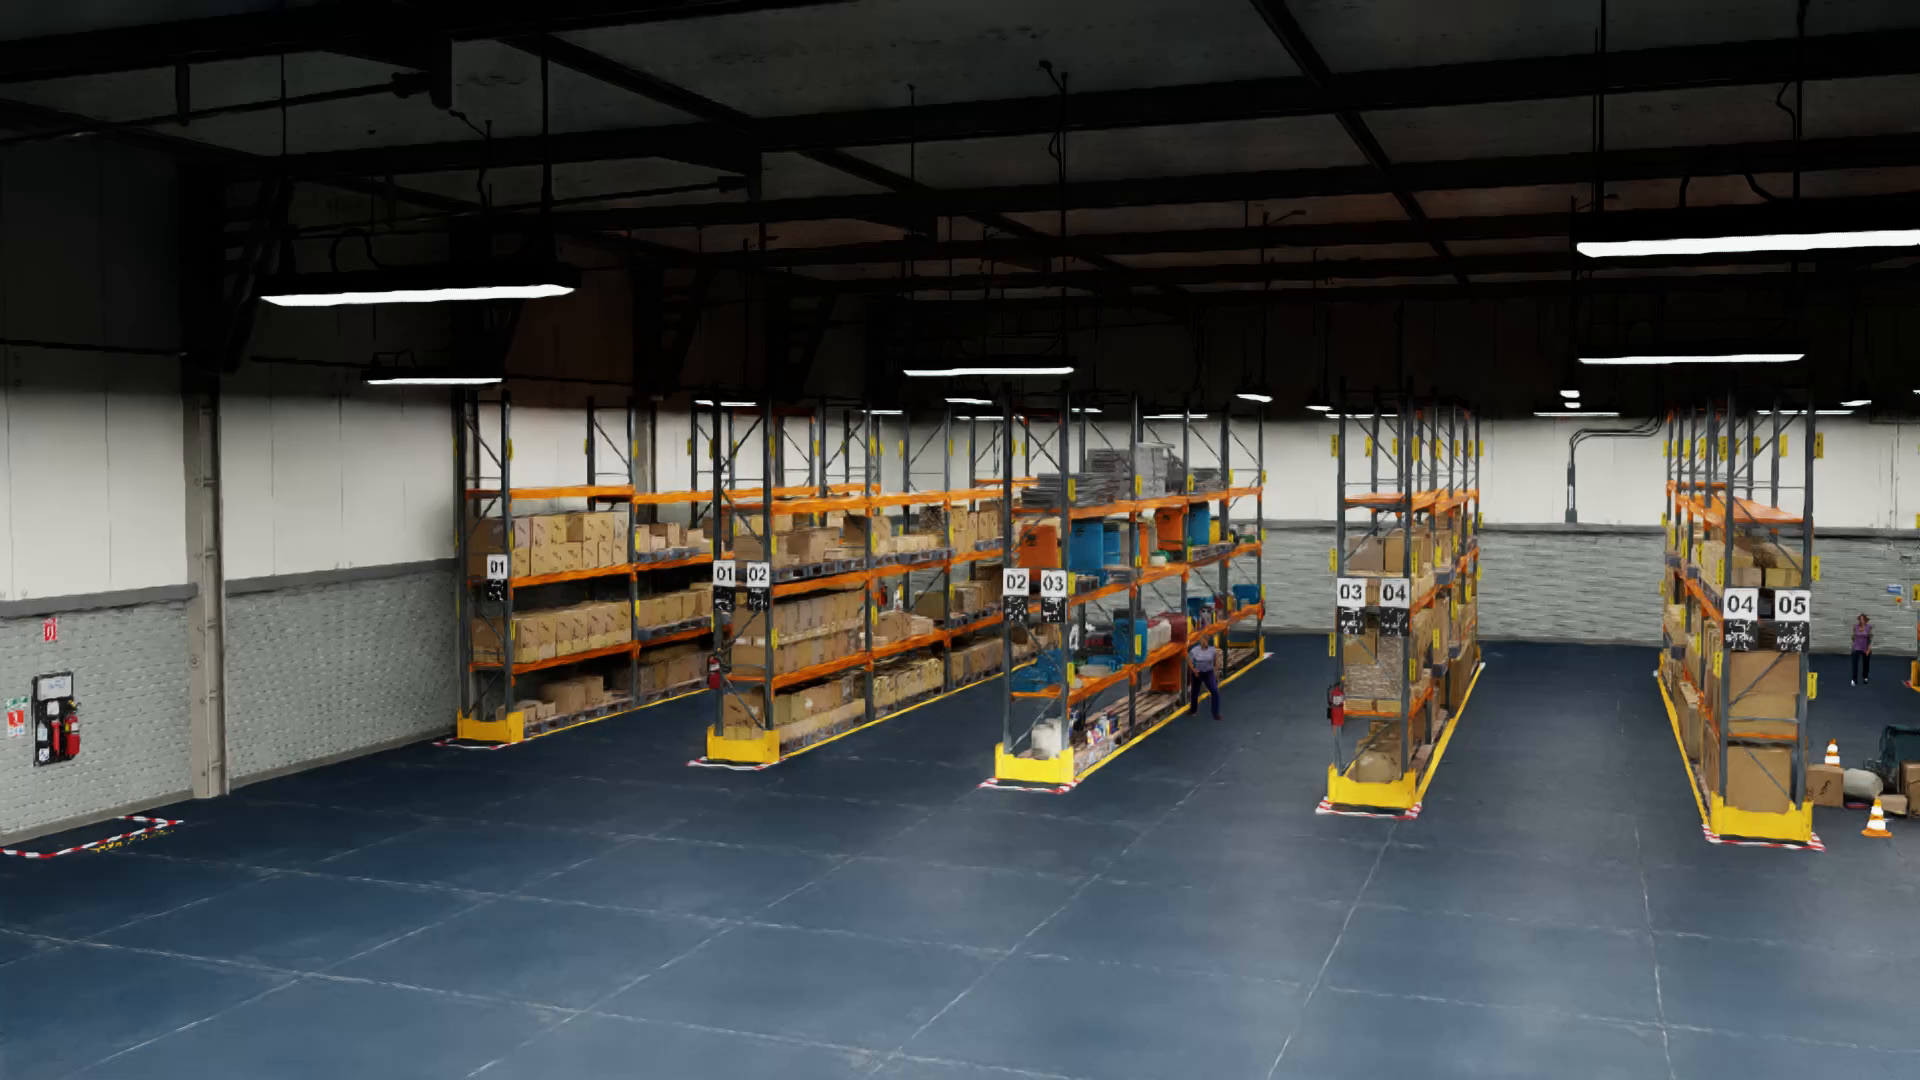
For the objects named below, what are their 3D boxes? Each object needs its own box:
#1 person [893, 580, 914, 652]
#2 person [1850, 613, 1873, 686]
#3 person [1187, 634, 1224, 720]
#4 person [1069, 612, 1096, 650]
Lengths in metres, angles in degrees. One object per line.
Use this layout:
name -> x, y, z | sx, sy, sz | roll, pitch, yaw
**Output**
person -> -1.421, 1.858, 40.886 | 0.490, 1.767, 0.623 | 1, 3, 15
person -> 18.976, 2.343, 34.979 | 0.410, 1.428, 0.957 | 2, 4, 31
person -> 4.537, 2.506, 30.840 | 0.655, 1.578, 0.824 | 0, 3, 3
person -> 2.575, 2.281, 34.702 | 0.636, 1.621, 0.814 | 2, 3, 26
